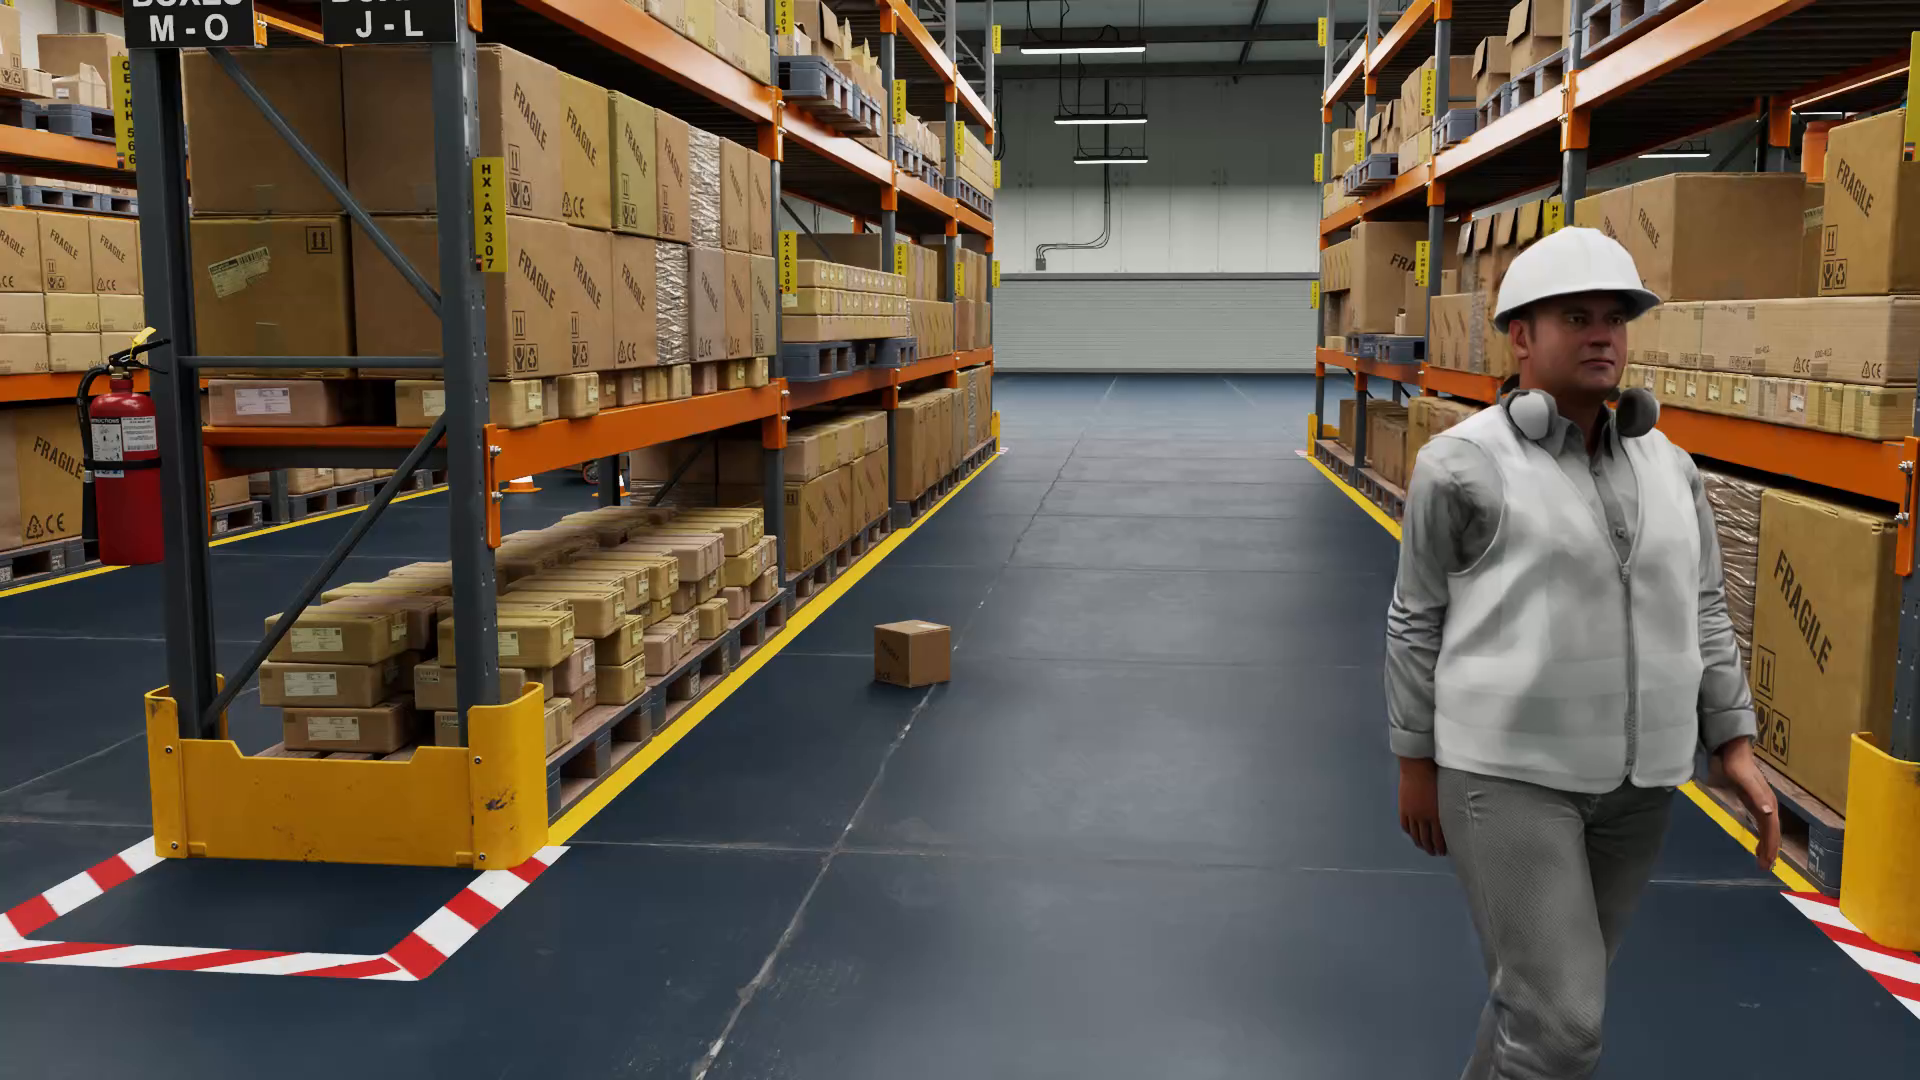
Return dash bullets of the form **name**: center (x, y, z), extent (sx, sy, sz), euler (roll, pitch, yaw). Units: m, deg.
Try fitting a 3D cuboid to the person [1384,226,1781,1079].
- **person**: center (1.026, 0.406, 2.677), extent (0.547, 1.804, 0.756), euler (-2, 8, -17)
